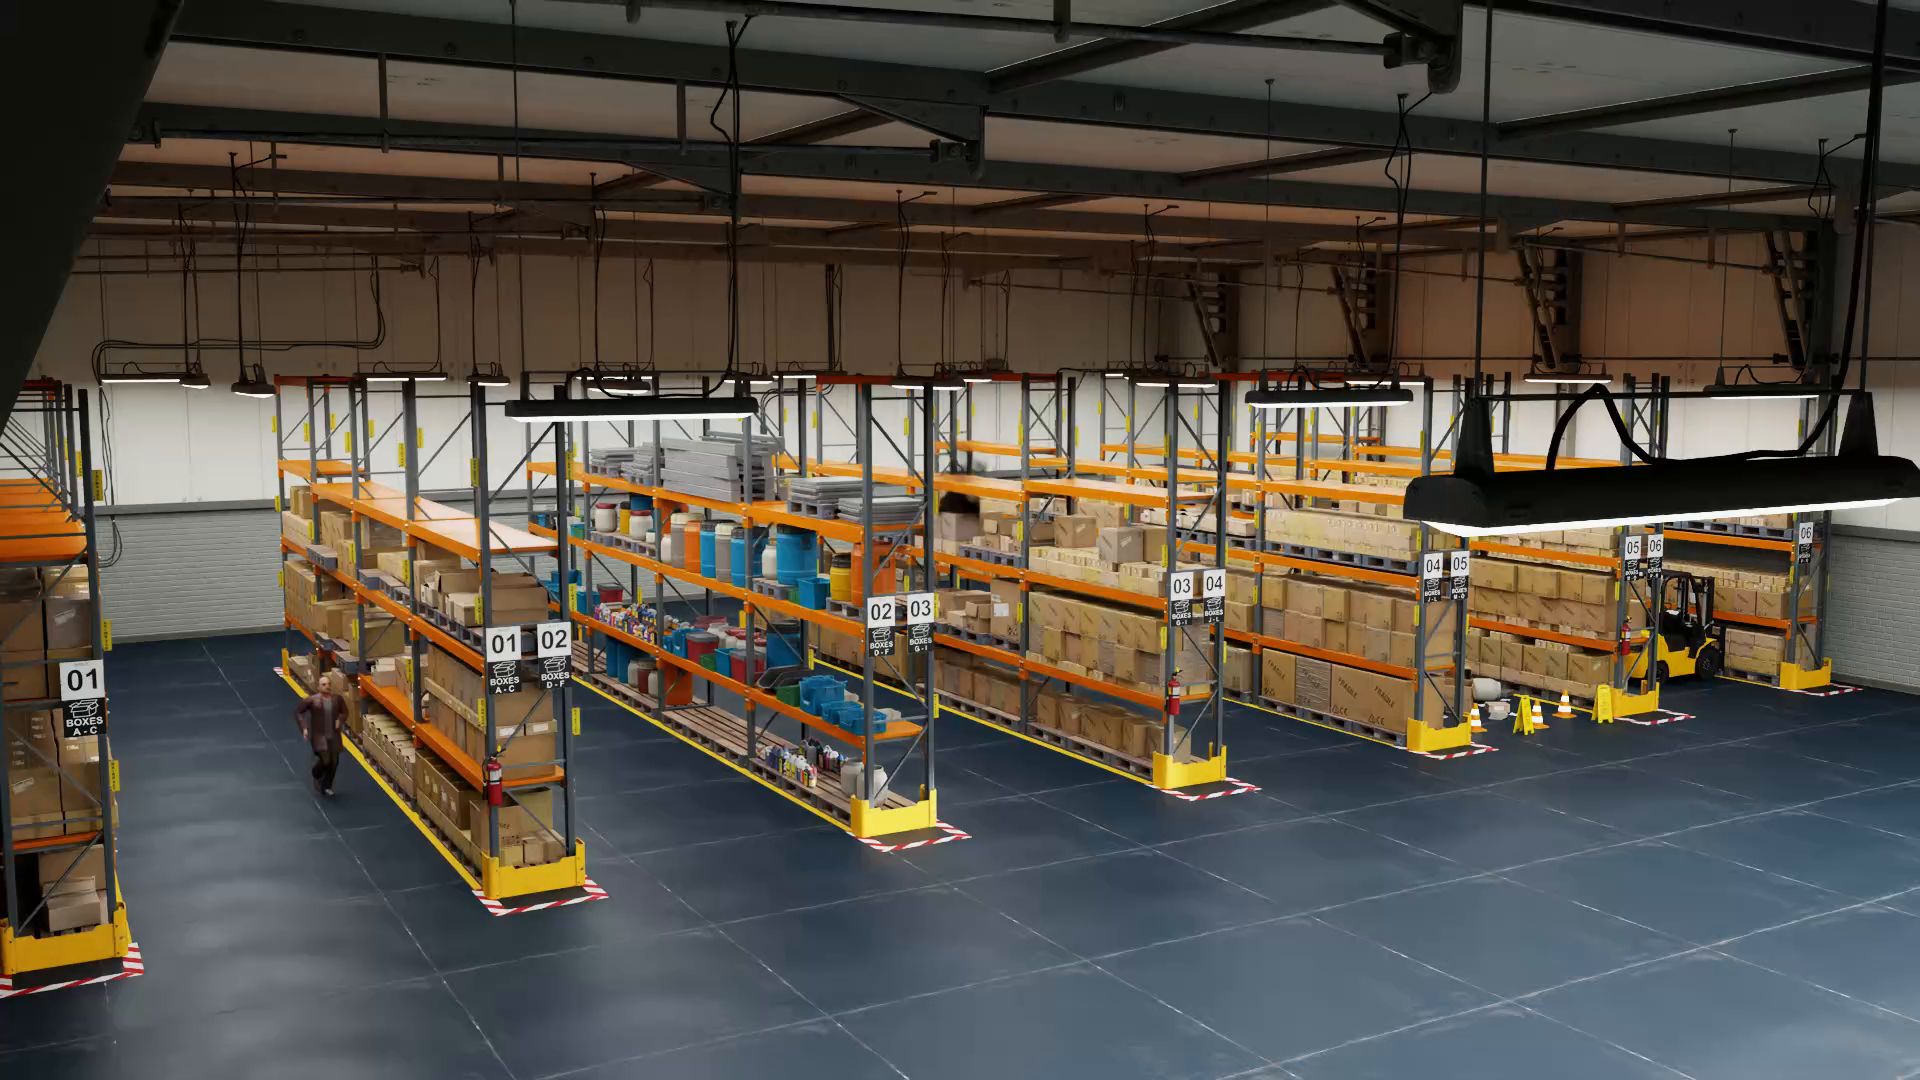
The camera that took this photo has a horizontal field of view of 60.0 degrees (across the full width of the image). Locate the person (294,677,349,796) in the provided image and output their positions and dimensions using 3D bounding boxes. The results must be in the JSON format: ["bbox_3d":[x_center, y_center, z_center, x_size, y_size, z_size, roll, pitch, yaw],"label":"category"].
[{"bbox_3d":[-9.138,2.844,23.983,0.714,1.736,0.616,-6,8,-42],"label":"person"}]

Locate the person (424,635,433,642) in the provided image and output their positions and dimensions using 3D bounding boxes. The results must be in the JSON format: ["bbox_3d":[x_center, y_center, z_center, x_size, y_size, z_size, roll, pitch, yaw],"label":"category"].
[{"bbox_3d":[-10.935,1.801,33.668,0.699,1.780,0.647,-3,7,-29],"label":"person"}]

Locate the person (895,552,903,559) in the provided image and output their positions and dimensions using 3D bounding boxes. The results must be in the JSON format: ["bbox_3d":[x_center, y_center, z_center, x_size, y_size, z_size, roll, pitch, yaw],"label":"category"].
[{"bbox_3d":[-1.543,1.055,41.145,0.593,1.596,0.652,4,7,31],"label":"person"}]
